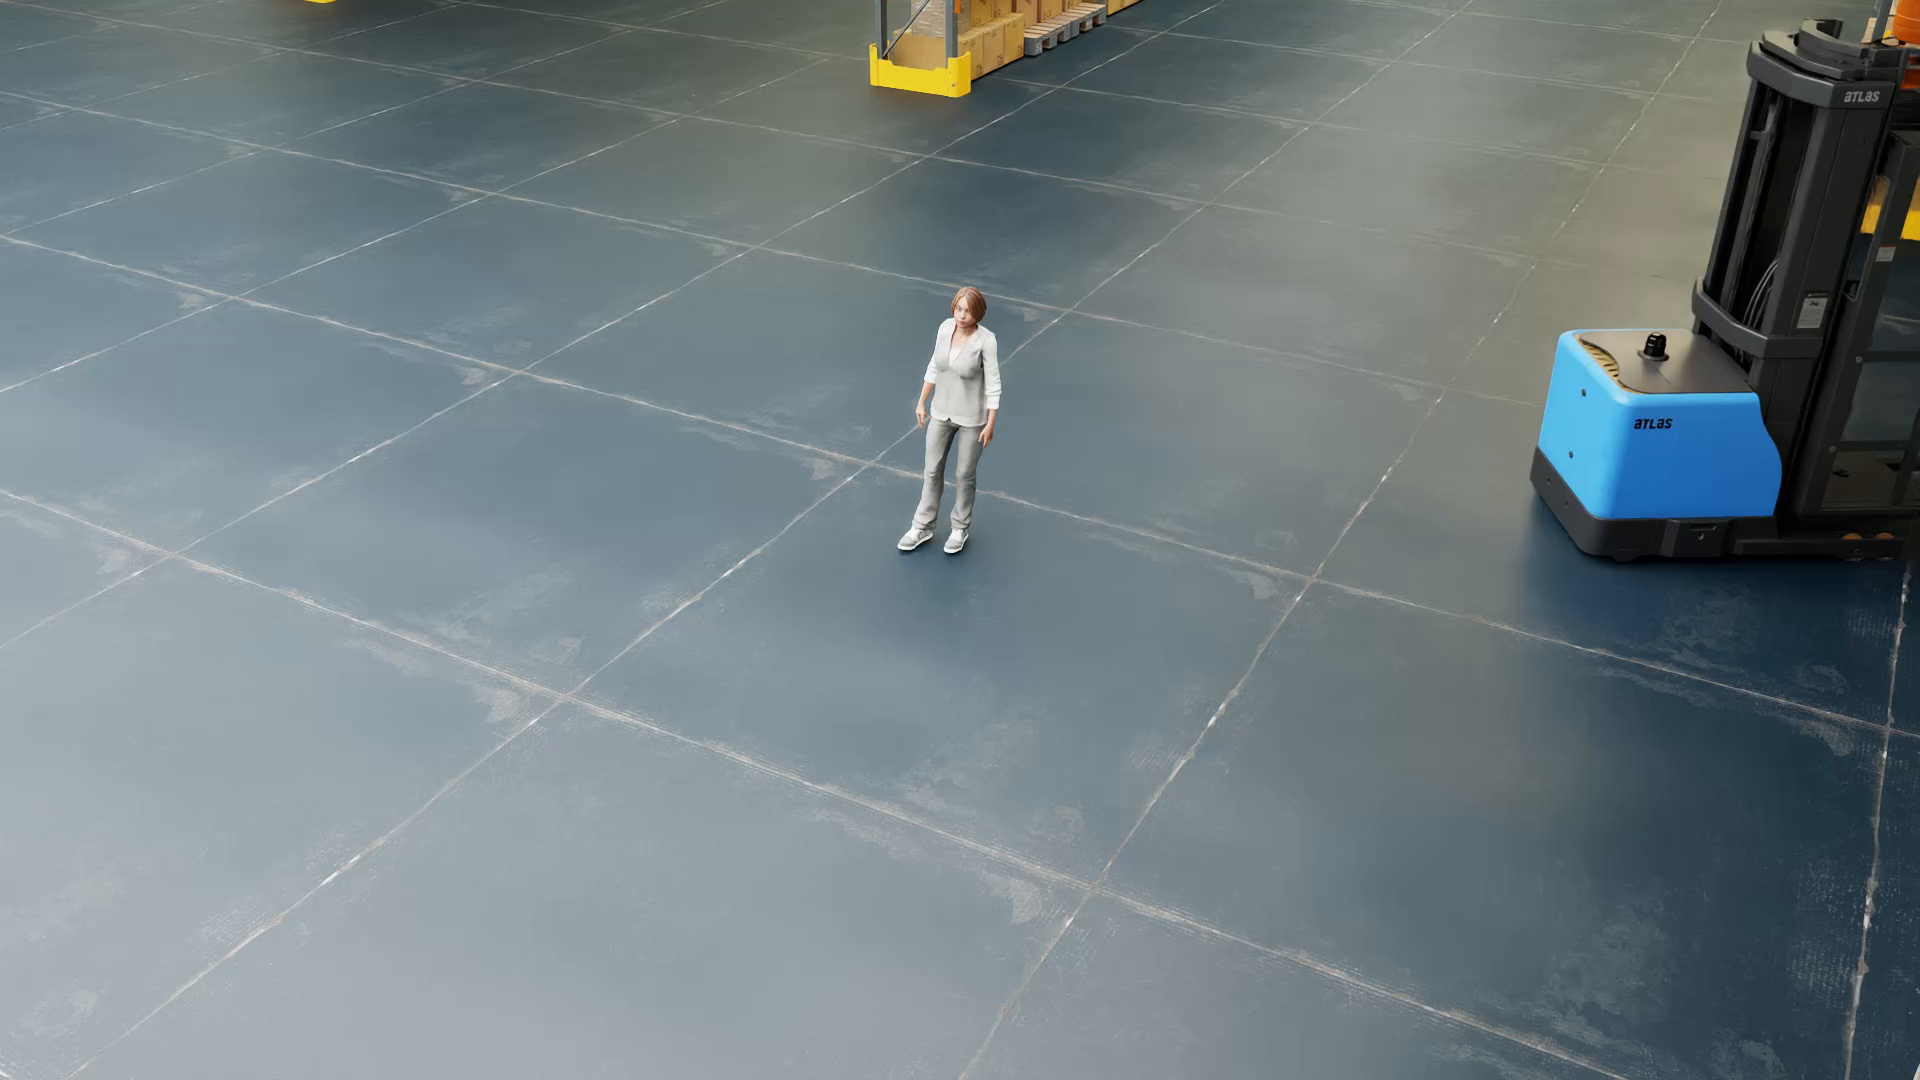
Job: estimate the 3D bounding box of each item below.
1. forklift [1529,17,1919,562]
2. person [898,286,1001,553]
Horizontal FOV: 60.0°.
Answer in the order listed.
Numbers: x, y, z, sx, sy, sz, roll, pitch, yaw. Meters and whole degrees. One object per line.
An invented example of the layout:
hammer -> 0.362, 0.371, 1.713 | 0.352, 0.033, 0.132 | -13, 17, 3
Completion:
forklift -> 5.135, -1.405, 9.504 | 3.031, 2.935, 1.130 | -1, 30, -2
person -> -0.049, -0.669, 9.549 | 0.520, 1.599, 0.473 | 15, 33, 25
